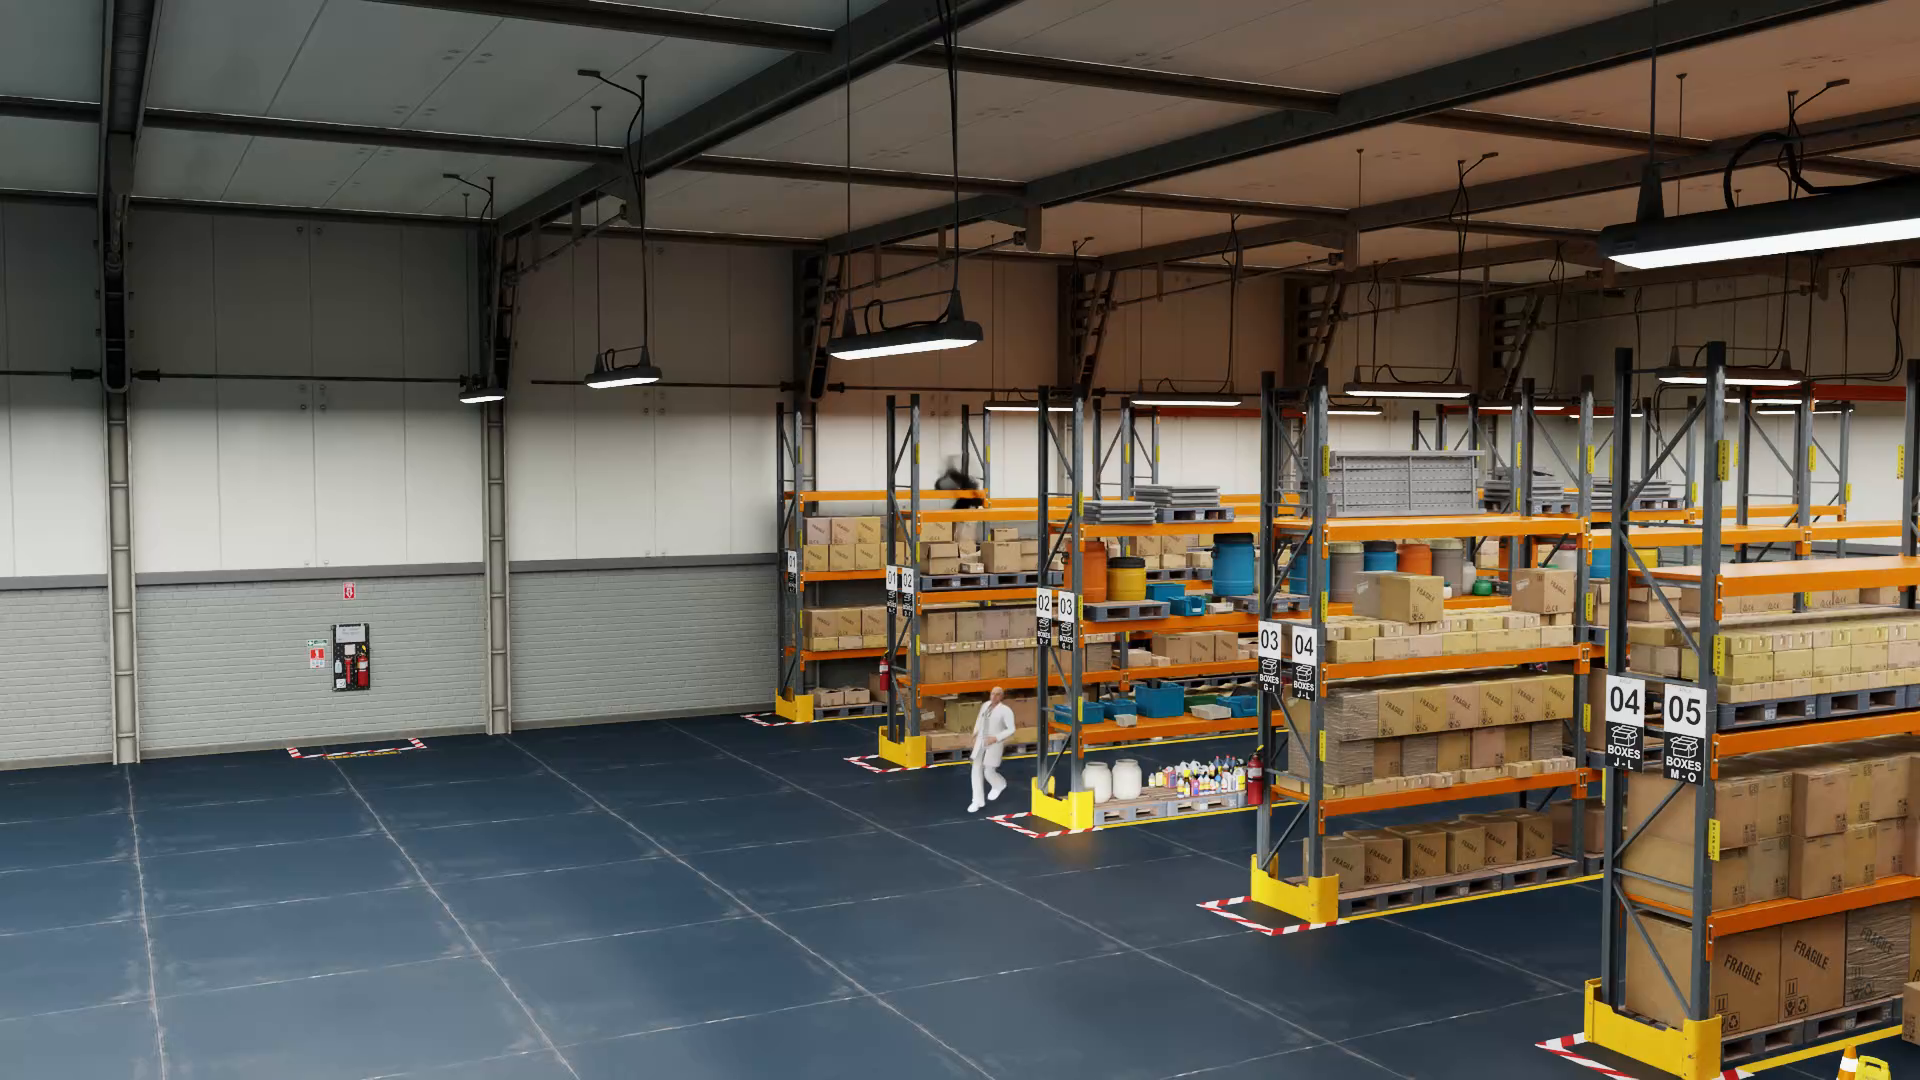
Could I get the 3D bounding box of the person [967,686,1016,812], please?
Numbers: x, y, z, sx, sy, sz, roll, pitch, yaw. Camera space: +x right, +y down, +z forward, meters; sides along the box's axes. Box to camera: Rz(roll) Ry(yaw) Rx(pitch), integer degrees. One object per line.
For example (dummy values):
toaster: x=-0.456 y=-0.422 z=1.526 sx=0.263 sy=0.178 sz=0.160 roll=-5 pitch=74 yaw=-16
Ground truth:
person: x=0.487 y=2.960 z=23.712 sx=0.741 sy=1.766 sz=0.860 roll=2 pitch=4 yaw=34
